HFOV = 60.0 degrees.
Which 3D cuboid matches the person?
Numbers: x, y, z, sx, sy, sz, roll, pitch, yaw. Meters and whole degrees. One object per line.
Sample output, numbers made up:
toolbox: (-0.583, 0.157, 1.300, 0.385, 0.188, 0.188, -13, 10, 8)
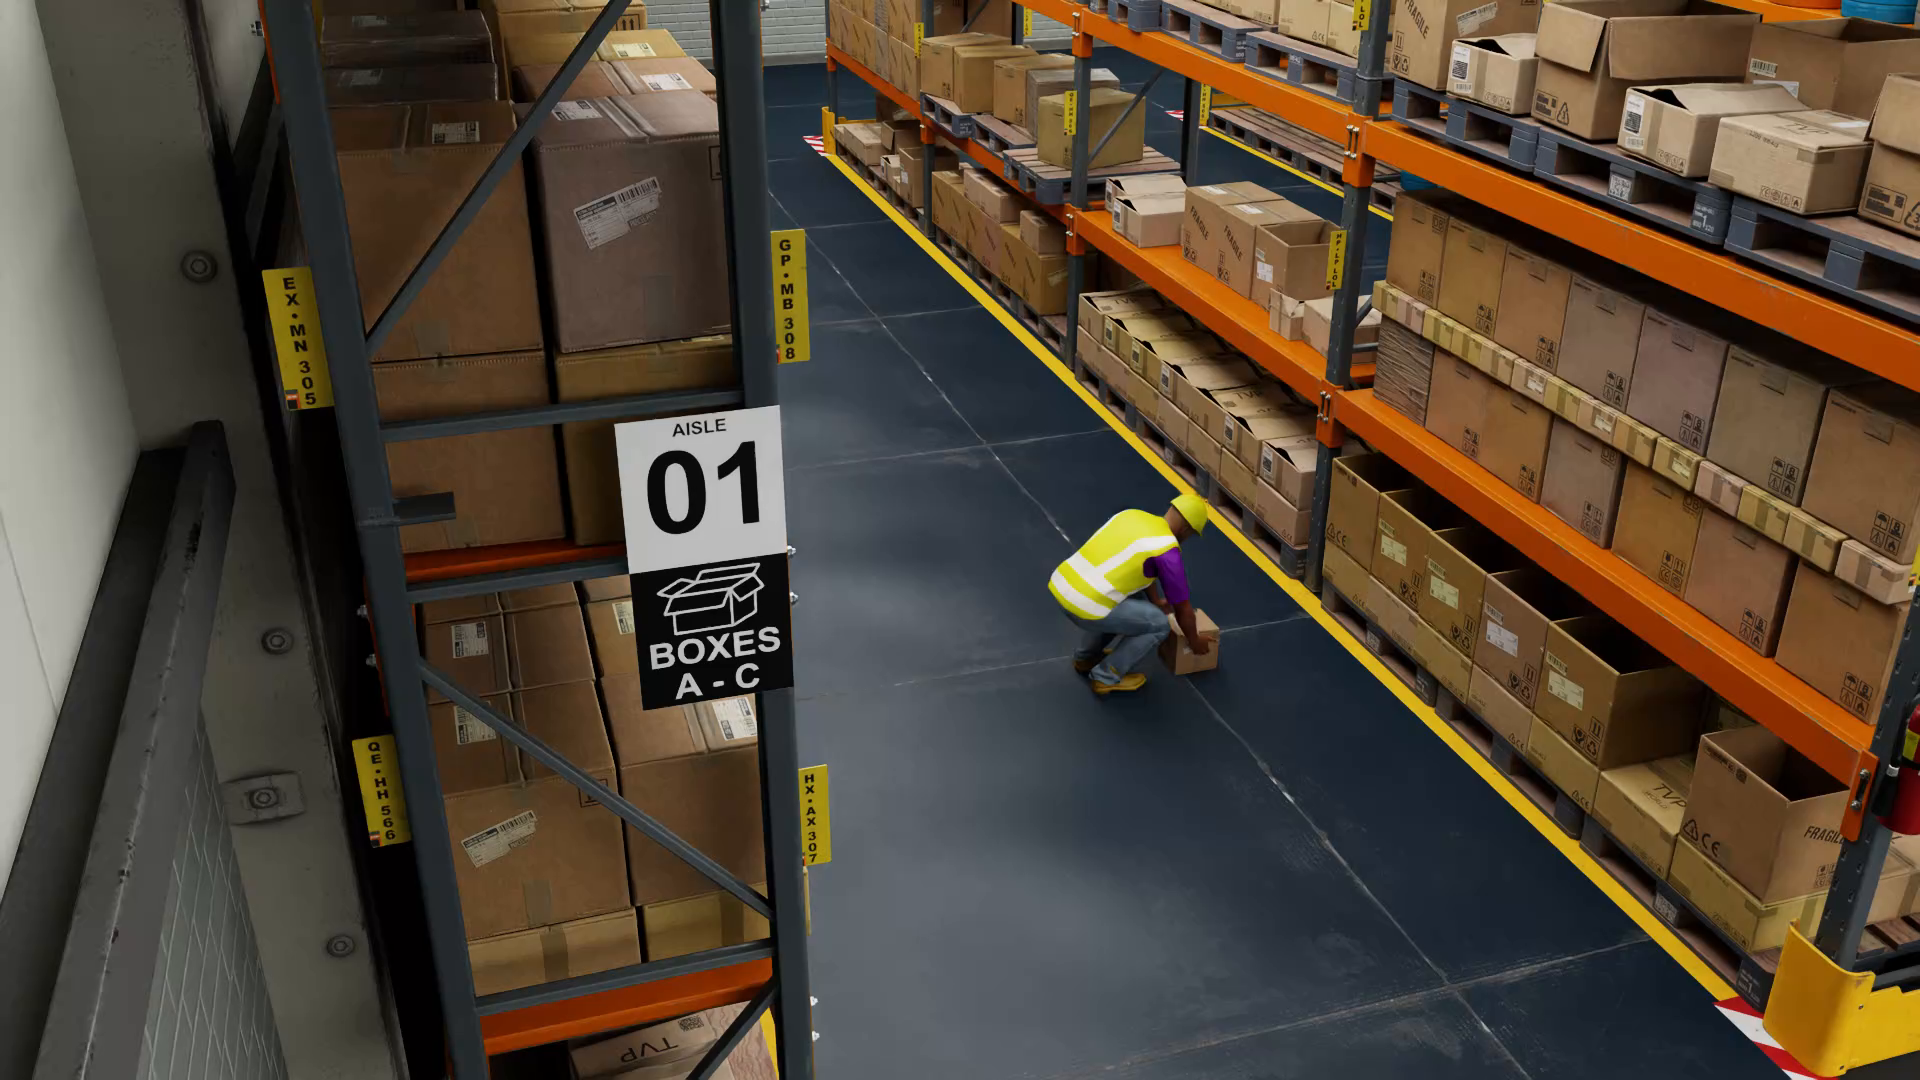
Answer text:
person: (0.907, 0.264, 8.930, 0.891, 0.995, 0.584, -8, 27, -16)
